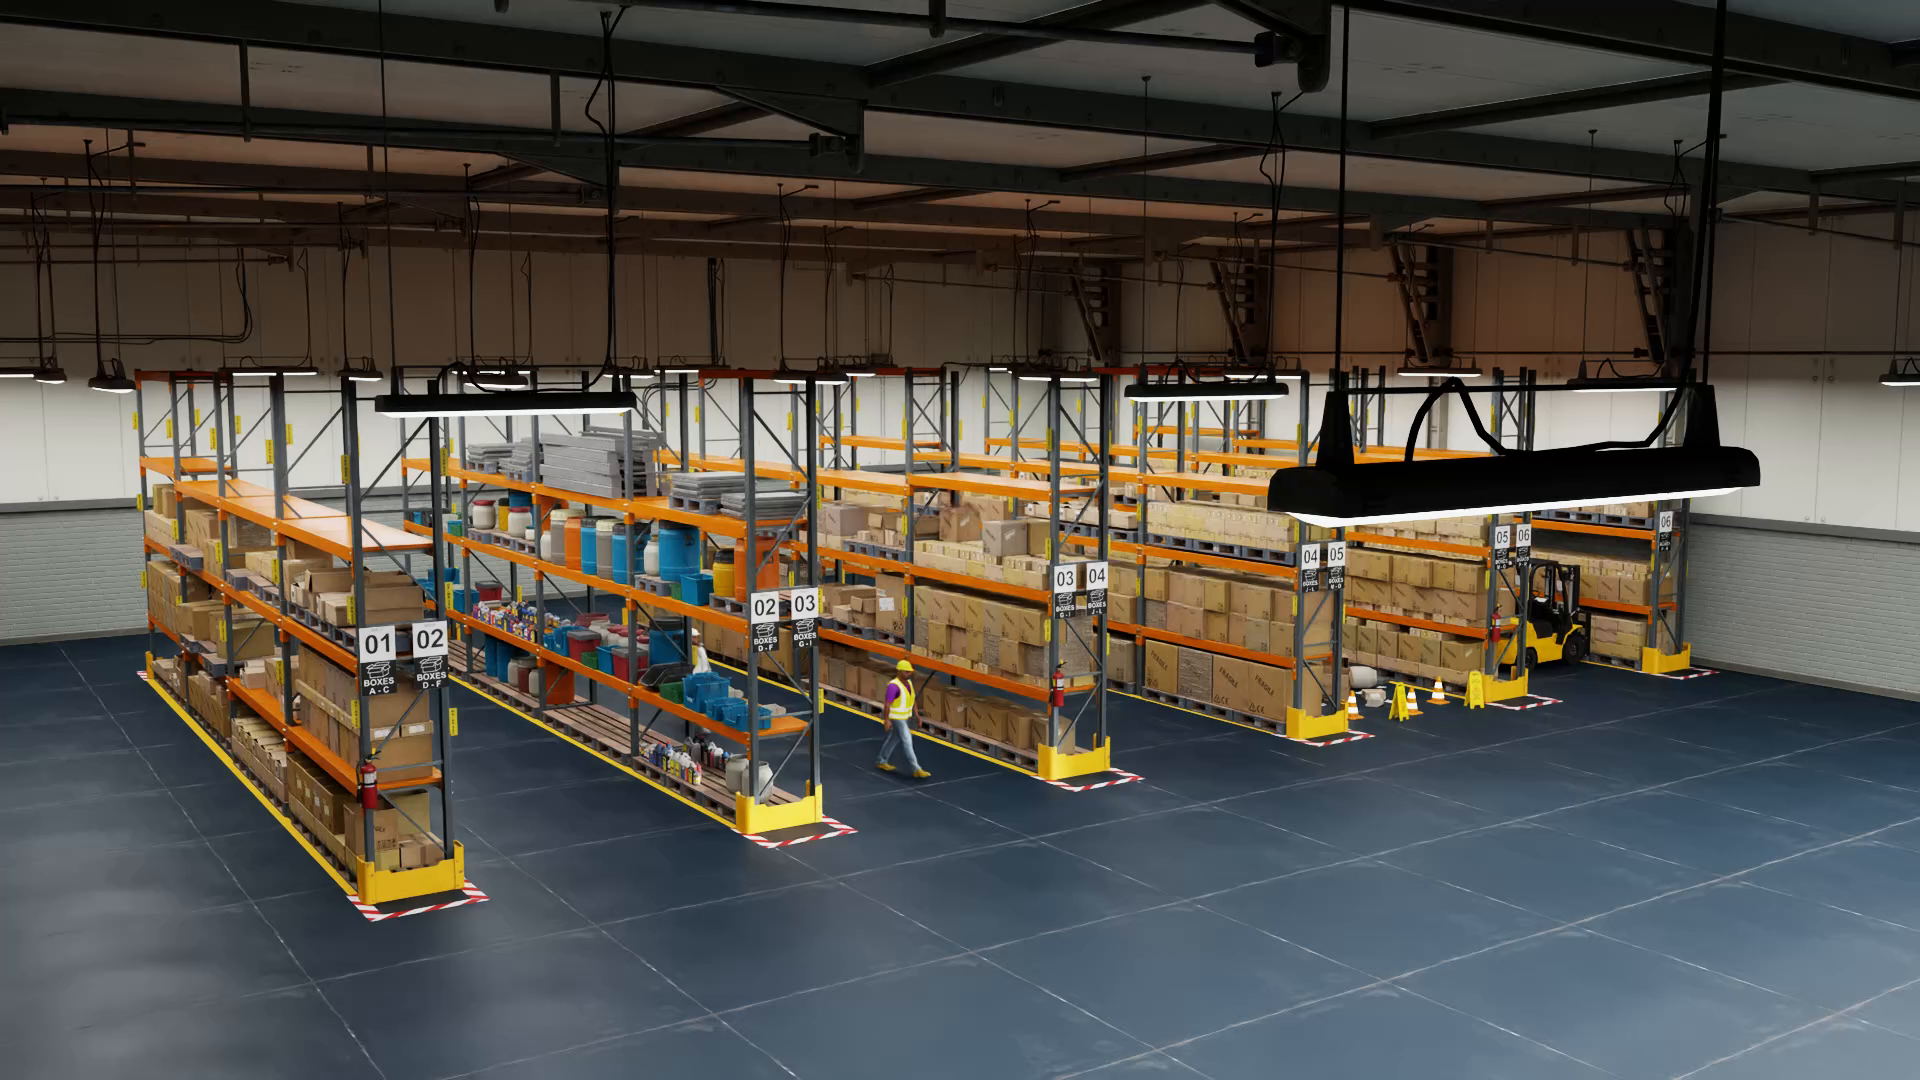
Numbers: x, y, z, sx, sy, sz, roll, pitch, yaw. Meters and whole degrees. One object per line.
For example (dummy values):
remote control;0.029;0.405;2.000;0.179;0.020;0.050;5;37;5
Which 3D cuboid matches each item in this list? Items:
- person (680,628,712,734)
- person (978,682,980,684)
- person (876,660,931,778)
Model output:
person;-4.419;2.327;27.784;1.031;1.728;0.607;6;9;41
person;0.492;1.904;31.954;0.399;1.681;0.488;3;7;26
person;-0.822;2.646;24.871;1.033;1.705;0.591;3;7;23
